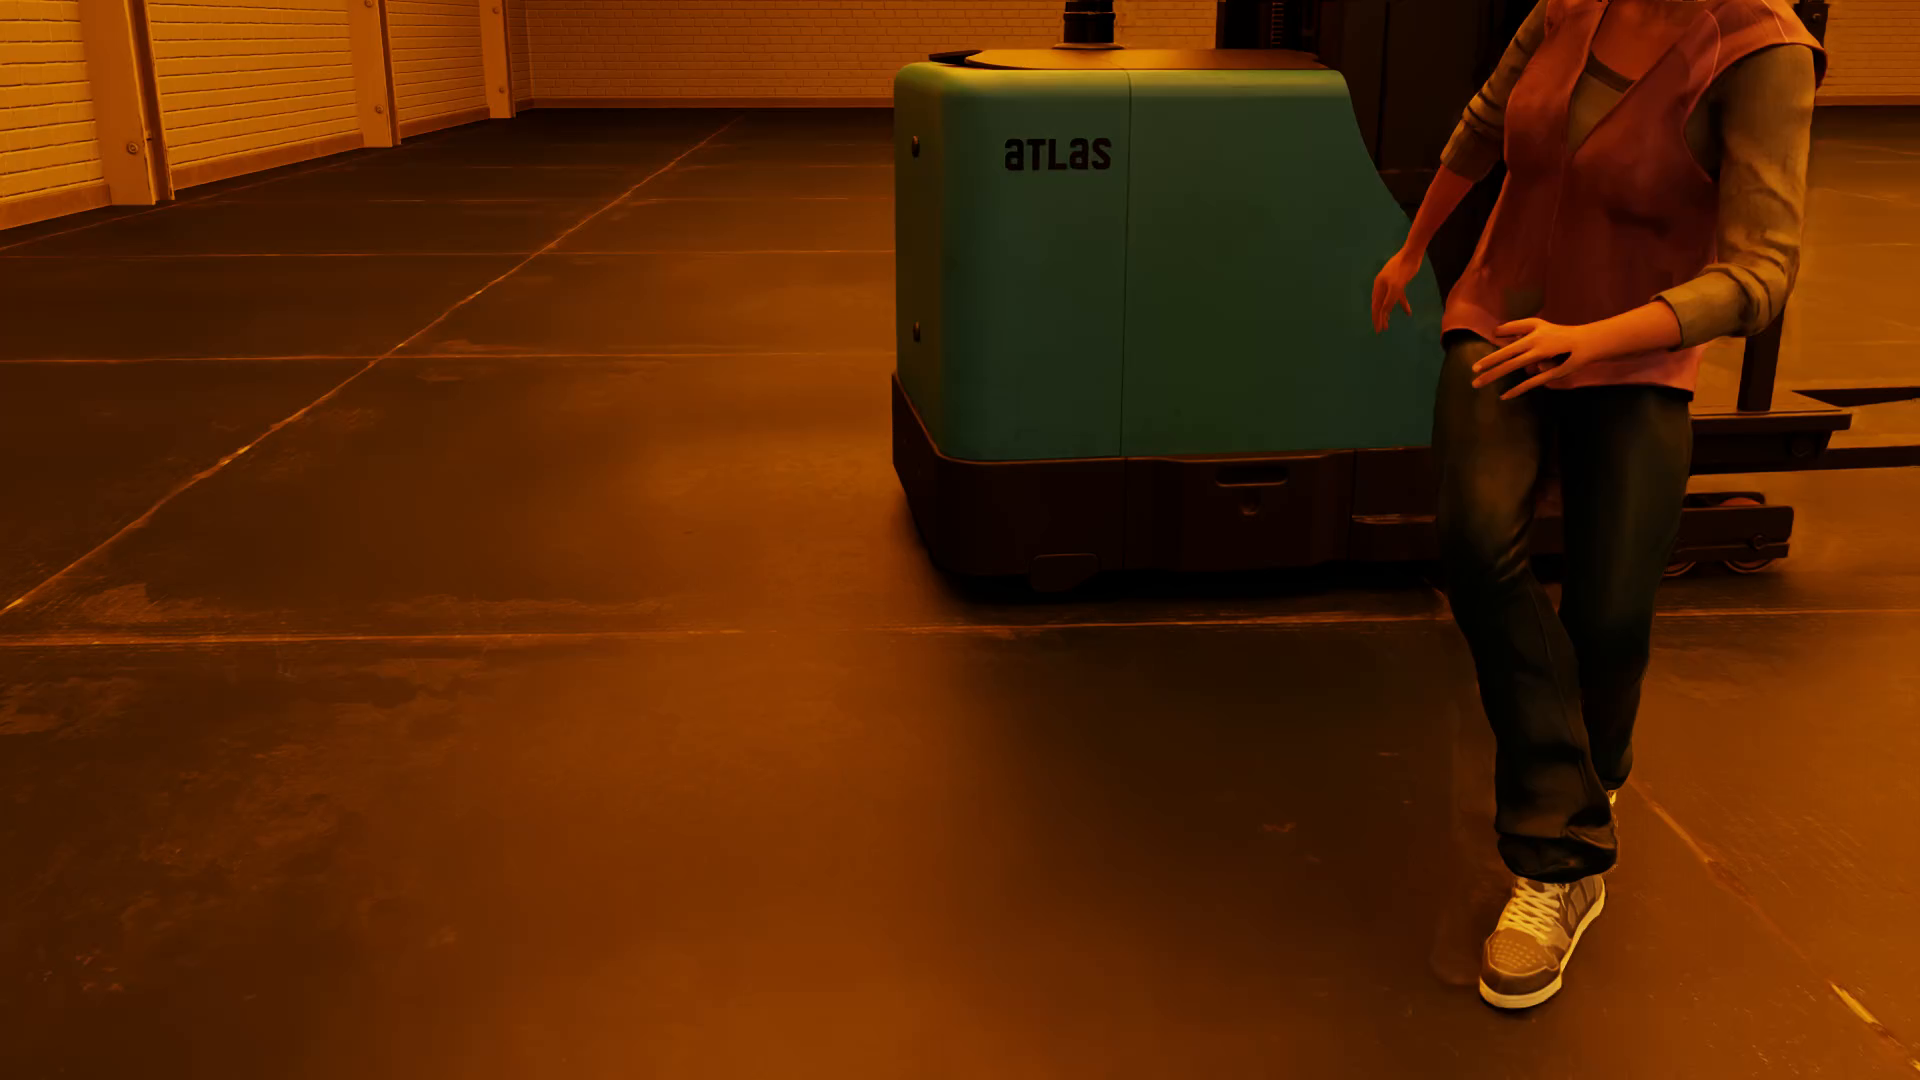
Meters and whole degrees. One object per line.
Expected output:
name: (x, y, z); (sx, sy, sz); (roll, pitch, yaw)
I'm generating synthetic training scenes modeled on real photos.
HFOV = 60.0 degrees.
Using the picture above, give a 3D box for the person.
person: (0.726, -0.193, 2.170); (0.637, 1.413, 0.714); (12, 21, 34)

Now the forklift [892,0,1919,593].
forklift: (1.387, -1.470, 3.713); (3.031, 2.935, 1.130); (-2, 17, -8)
